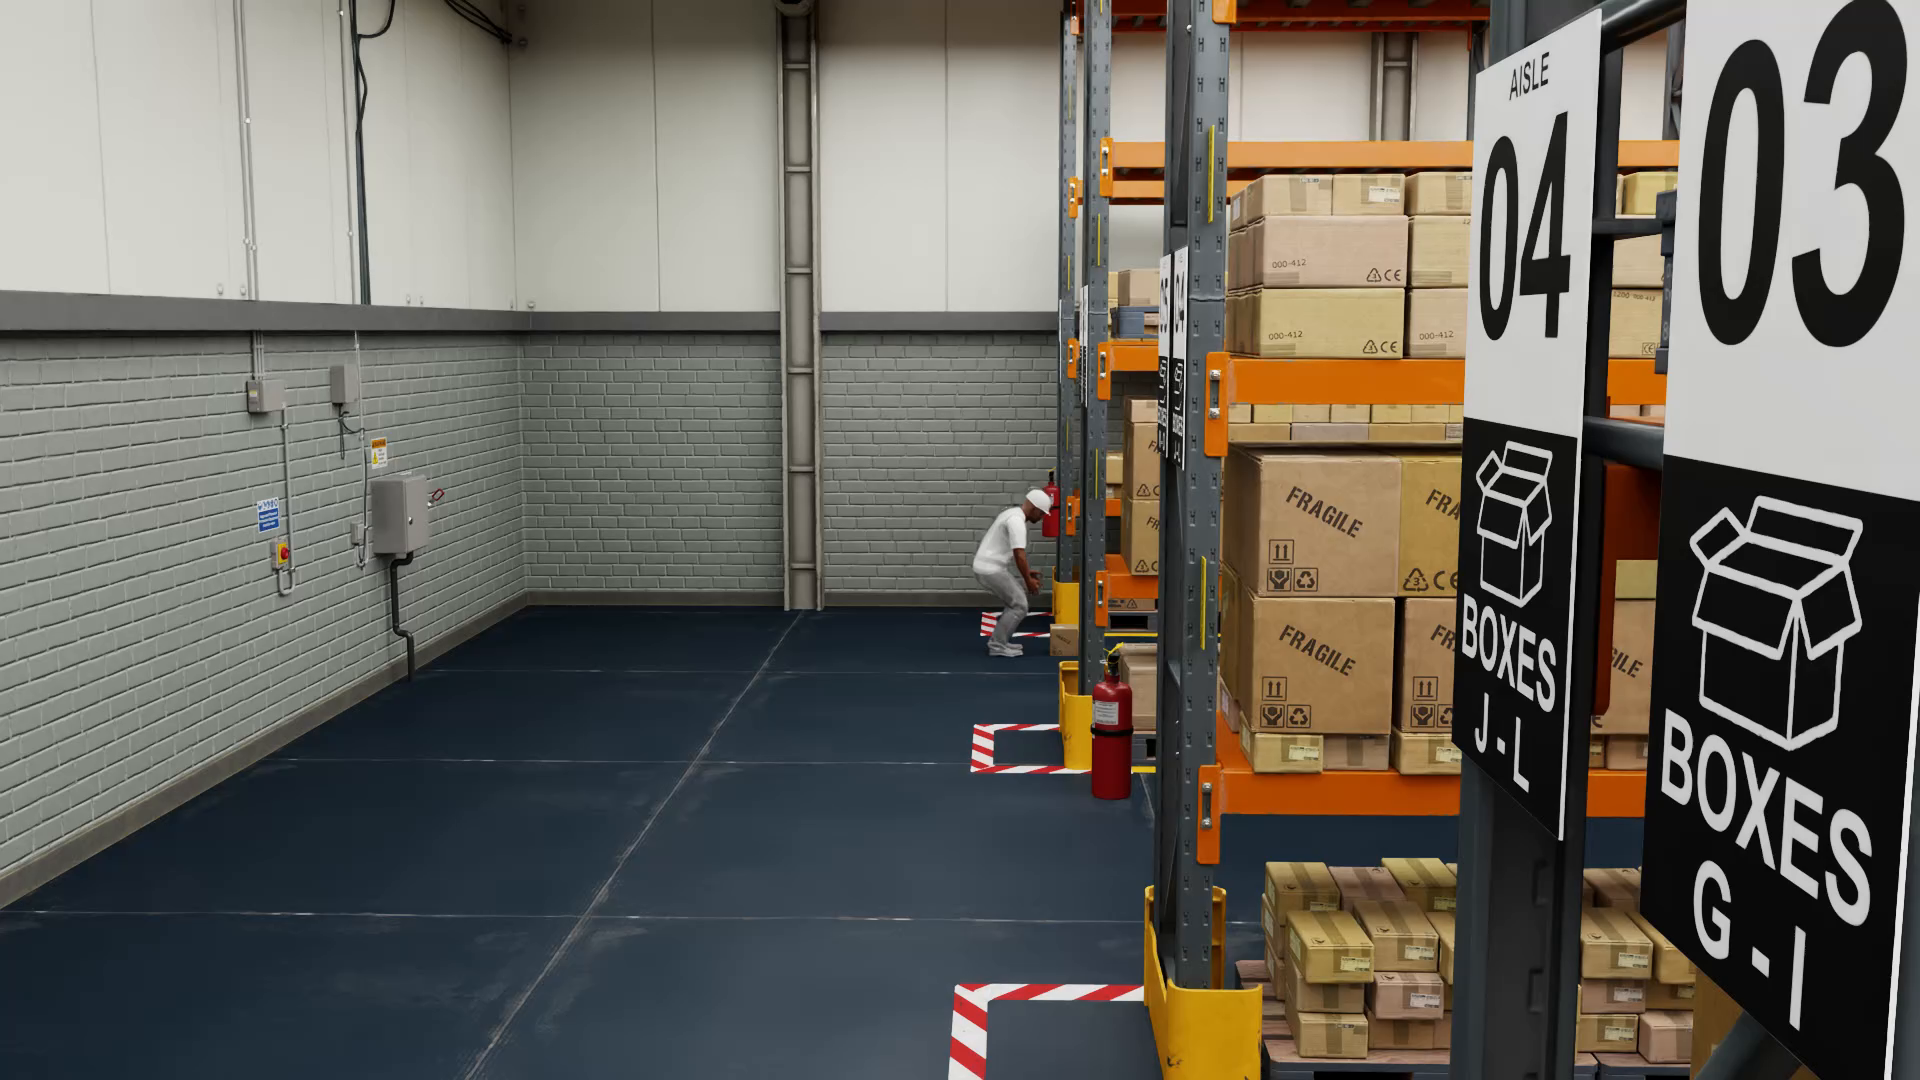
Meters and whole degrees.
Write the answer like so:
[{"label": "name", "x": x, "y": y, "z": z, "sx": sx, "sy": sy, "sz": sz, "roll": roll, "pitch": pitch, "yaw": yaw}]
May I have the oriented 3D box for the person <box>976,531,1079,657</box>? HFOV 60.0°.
[{"label": "person", "x": 0.637, "y": 0.470, "z": 15.011, "sx": 0.979, "sy": 1.119, "sz": 0.477, "roll": 0, "pitch": 7, "yaw": 0}]
